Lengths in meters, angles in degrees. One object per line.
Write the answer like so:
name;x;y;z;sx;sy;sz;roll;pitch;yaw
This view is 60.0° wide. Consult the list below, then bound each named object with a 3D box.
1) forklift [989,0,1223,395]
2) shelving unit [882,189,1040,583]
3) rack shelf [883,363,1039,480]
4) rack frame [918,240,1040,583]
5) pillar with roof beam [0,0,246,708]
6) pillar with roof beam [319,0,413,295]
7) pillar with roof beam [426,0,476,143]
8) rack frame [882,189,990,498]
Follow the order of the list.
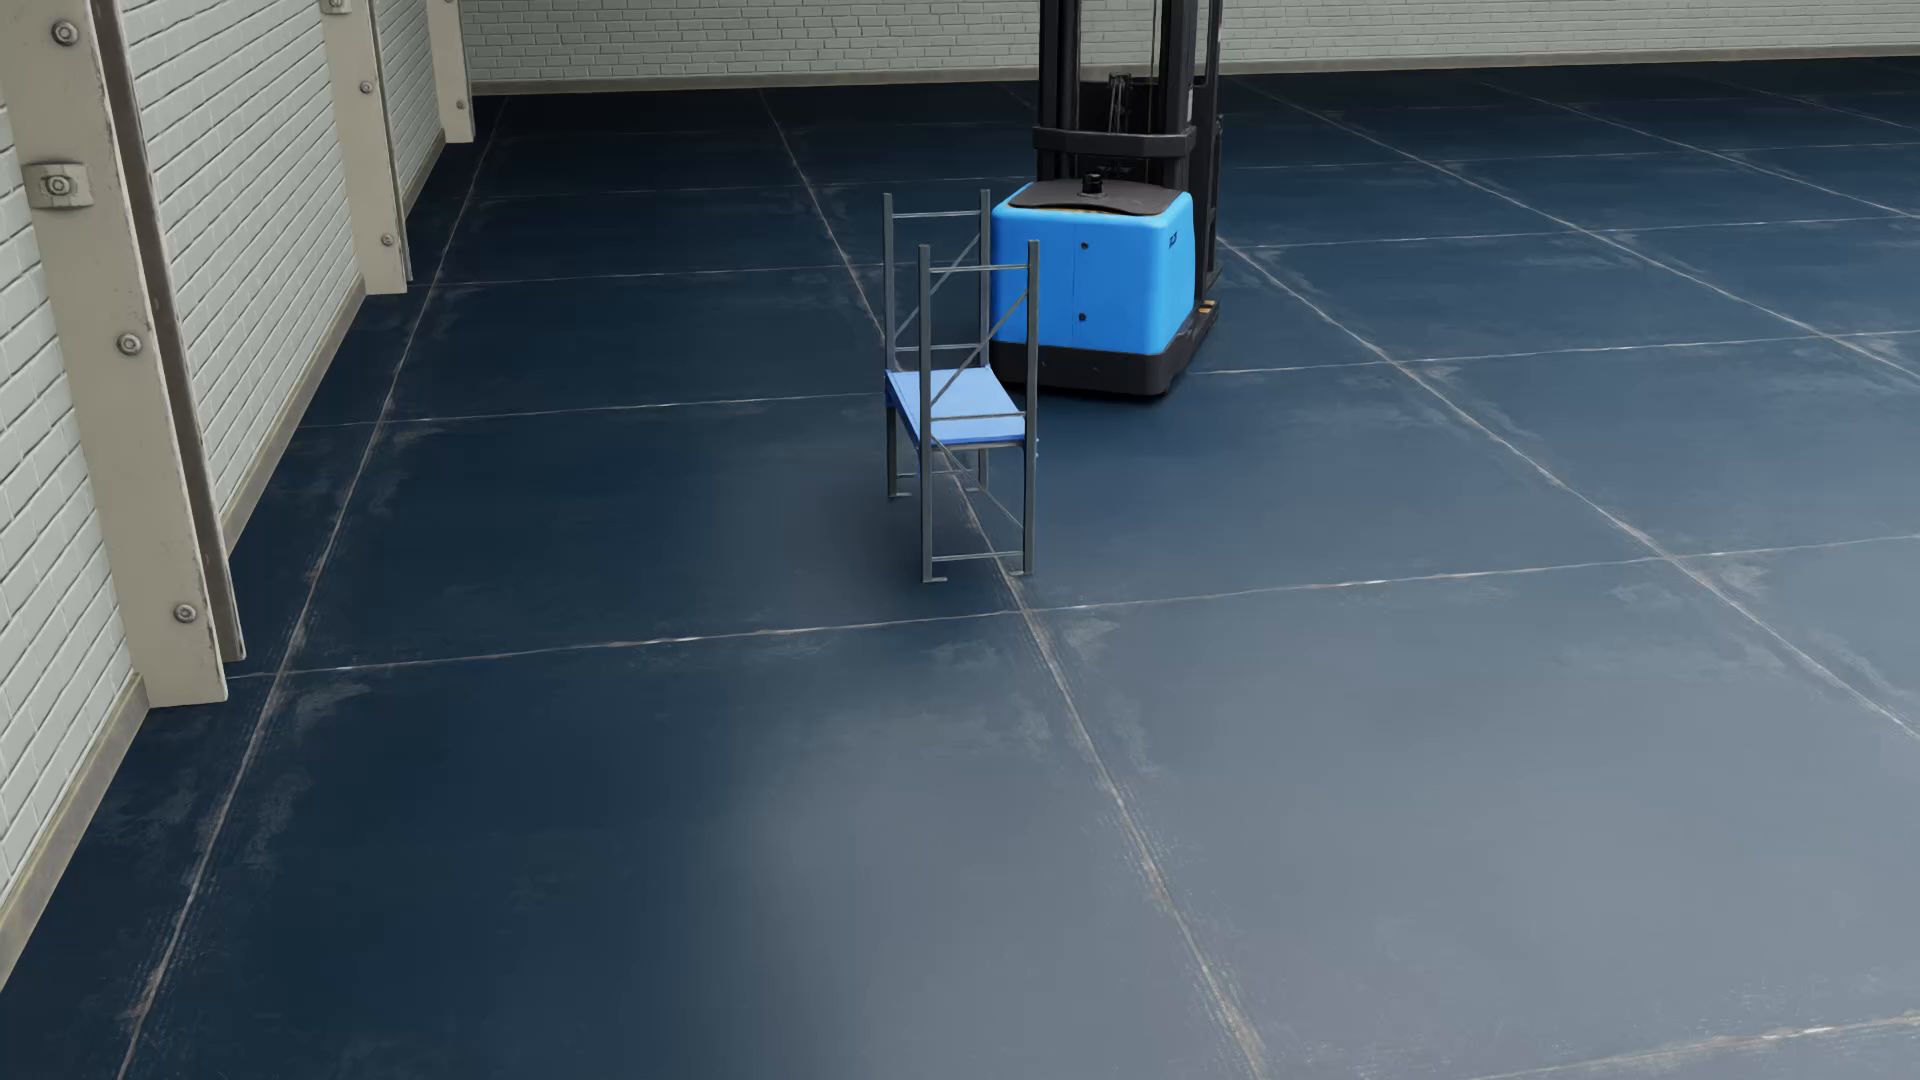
forklift;1.088;-2.729;10.338;1.130;2.935;3.031;7;25;16
shelving unit;-0.016;-0.721;7.527;0.538;1.500;1.048;-4;24;-10
rack shelf;-0.016;-0.556;7.599;0.538;0.185;1.000;-4;24;-10
rack frame;0.078;-0.521;7.069;0.500;1.500;0.032;-4;24;-10
pillar with roof beam;1.242;-3.894;5.423;9.100;9.000;0.400;-4;24;-10
pillar with roof beam;0.132;-6.254;10.826;9.100;9.000;0.400;-4;24;-10
pillar with roof beam;-0.977;-8.614;16.230;9.100;9.000;0.400;-4;24;-10
rack frame;-0.110;-0.921;7.984;0.500;1.500;0.032;-4;24;-10
